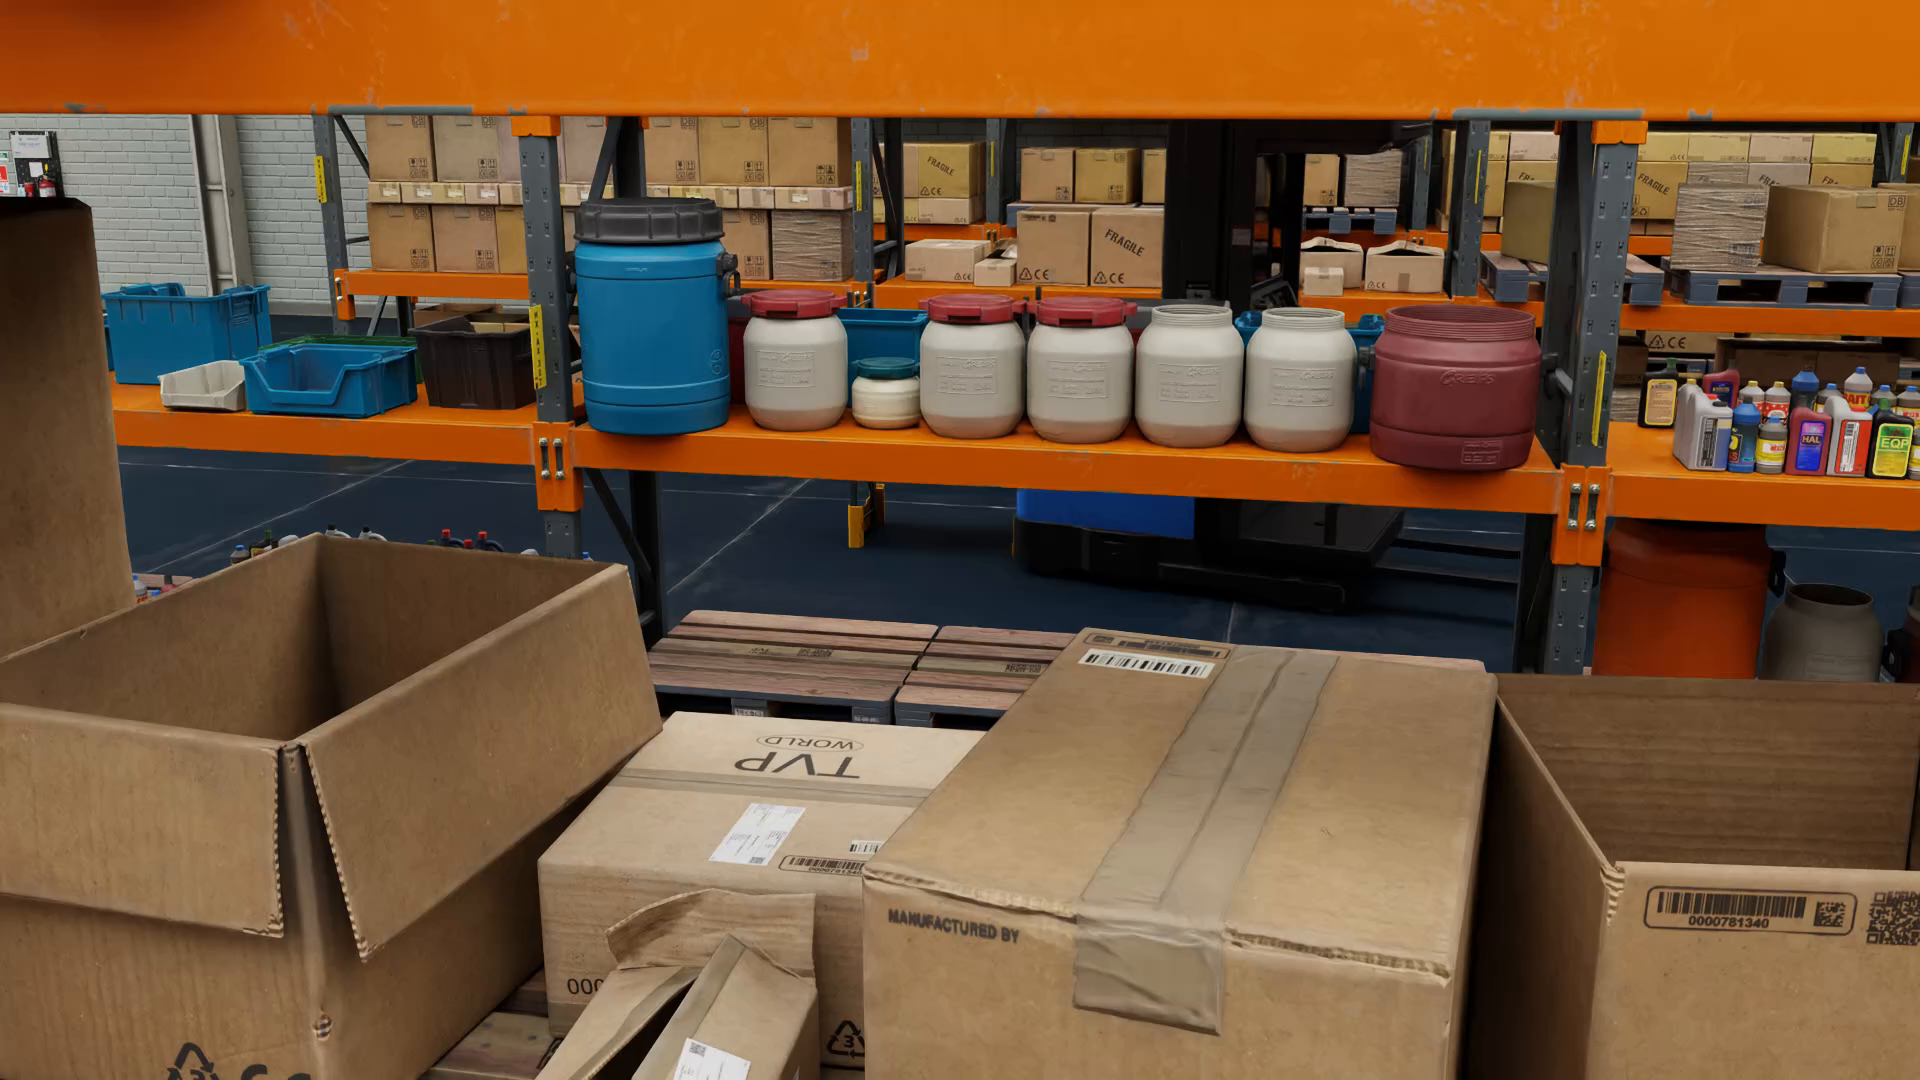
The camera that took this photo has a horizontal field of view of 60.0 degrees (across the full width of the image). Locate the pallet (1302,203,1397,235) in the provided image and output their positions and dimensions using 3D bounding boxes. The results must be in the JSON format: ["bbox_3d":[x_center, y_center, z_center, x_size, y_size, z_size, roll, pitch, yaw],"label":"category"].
[{"bbox_3d":[3.612,-3.075,15.833,1.003,0.211,1.213,3,16,11],"label":"pallet"}]

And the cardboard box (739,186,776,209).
[{"bbox_3d":[-1.380,-2.420,11.707,0.250,0.149,0.380,3,16,9],"label":"cardboard box"}]

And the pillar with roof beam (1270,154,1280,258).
[{"bbox_3d":[2.372,-5.218,11.971,0.400,9.000,9.100,3,16,11],"label":"pillar with roof beam"}]

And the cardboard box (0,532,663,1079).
[{"bbox_3d":[-0.832,0.333,2.190,0.637,0.503,0.797,5,16,17],"label":"cardboard box"}]

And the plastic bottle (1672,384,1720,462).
[{"bbox_3d":[2.748,-0.438,6.187,0.135,0.276,0.152,3,16,11],"label":"plastic bottle"}]

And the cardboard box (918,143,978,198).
[{"bbox_3d":[-0.113,-3.613,16.255,0.500,0.500,0.500,3,16,11],"label":"cardboard box"}]

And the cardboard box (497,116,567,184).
[{"bbox_3d":[-2.974,-2.876,12.138,0.500,0.500,0.700,3,16,11],"label":"cardboard box"}]

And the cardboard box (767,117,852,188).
[{"bbox_3d":[-1.008,-2.769,11.753,0.500,0.500,0.700,3,16,11],"label":"cardboard box"}]

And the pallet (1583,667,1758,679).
[{"bbox_3d":[3.138,0.809,6.675,1.213,0.211,1.003,3,16,11],"label":"pallet"}]

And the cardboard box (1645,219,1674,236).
[{"bbox_3d":[6.370,-2.873,15.178,0.250,0.149,0.380,4,16,13],"label":"cardboard box"}]

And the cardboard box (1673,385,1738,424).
[{"bbox_3d":[4.742,-0.715,10.813,0.500,0.500,0.500,3,16,10],"label":"cardboard box"}]

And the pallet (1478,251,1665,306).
[{"bbox_3d":[4.027,-1.751,11.054,1.003,0.211,1.213,3,16,11],"label":"pallet"}]

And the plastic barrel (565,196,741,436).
[{"bbox_3d":[-1.244,-0.920,6.756,0.708,0.901,0.600,3,16,11],"label":"plastic barrel"}]

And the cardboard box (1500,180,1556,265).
[{"bbox_3d":[3.988,-2.108,11.008,0.500,0.500,0.700,-2,16,-8],"label":"cardboard box"}]

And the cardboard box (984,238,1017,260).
[{"bbox_3d":[0.327,-2.010,11.883,0.258,0.266,0.396,3,16,10],"label":"cardboard box"}]

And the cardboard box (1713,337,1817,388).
[{"bbox_3d":[5.371,-1.186,11.109,0.500,0.250,0.500,3,16,10],"label":"cardboard box"}]

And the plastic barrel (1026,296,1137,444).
[{"bbox_3d":[0.475,-0.674,6.550,0.433,0.535,0.433,0,15,0],"label":"plastic barrel"}]

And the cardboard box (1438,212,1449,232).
[{"bbox_3d":[4.608,-2.968,15.520,0.250,0.149,0.380,3,16,10],"label":"cardboard box"}]

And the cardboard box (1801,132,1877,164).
[{"bbox_3d":[7.743,-3.465,14.695,0.500,0.250,0.500,4,16,12],"label":"cardboard box"}]

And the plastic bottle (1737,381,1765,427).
[{"bbox_3d":[3.175,-0.537,6.683,0.097,0.201,0.097,0,15,0],"label":"plastic bottle"}]

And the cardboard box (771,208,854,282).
[{"bbox_3d":[-1.008,-2.144,11.926,0.500,0.500,0.700,3,16,10],"label":"cardboard box"}]

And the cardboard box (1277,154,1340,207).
[{"bbox_3d":[3.316,-3.462,15.861,0.500,0.500,0.700,2,16,6],"label":"cardboard box"}]

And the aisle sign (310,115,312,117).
[{"bbox_3d":[-4.617,-3.463,12.005,0.004,0.787,0.394,3,16,11],"label":"aisle sign"}]

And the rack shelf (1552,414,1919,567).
[{"bbox_3d":[4.317,-0.112,6.127,4.000,0.370,1.077,3,16,11],"label":"rack shelf"}]

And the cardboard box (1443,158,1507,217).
[{"bbox_3d":[4.757,-3.266,15.380,0.500,0.500,0.500,4,16,13],"label":"cardboard box"}]

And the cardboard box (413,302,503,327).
[{"bbox_3d":[-3.906,-1.575,13.017,0.500,0.500,0.500,3,16,11],"label":"cardboard box"}]

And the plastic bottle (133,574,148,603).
[{"bbox_3d":[-3.767,0.290,7.614,0.097,0.271,0.097,0,15,0],"label":"plastic bottle"}]

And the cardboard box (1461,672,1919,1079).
[{"bbox_3d":[0.833,0.461,1.734,0.500,0.500,0.500,1,16,4],"label":"cardboard box"}]

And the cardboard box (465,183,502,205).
[{"bbox_3d":[-3.399,-2.529,12.102,0.250,0.149,0.380,3,16,10],"label":"cardboard box"}]

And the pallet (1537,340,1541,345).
[{"bbox_3d":[5.089,-1.752,15.920,1.213,0.211,1.003,3,16,11],"label":"pallet"}]

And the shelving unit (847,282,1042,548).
[{"bbox_3d":[-0.075,-0.727,9.806,1.083,1.500,0.587,3,16,11],"label":"shelving unit"}]

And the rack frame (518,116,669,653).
[{"bbox_3d":[-1.562,-0.778,7.183,0.127,3.000,1.000,3,16,11],"label":"rack frame"}]

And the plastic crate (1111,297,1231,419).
[{"bbox_3d":[0.835,-0.762,7.006,0.583,0.464,0.402,3,16,11],"label":"plastic crate"}]

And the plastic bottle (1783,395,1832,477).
[{"bbox_3d":[3.030,-0.372,5.936,0.133,0.283,0.061,3,16,11],"label":"plastic bottle"}]

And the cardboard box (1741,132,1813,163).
[{"bbox_3d":[7.244,-3.495,14.802,0.500,0.250,0.500,3,16,12],"label":"cardboard box"}]

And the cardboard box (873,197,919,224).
[{"bbox_3d":[-0.599,-3.282,16.465,0.500,0.250,0.500,3,16,11],"label":"cardboard box"}]

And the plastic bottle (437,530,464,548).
[{"bbox_3d":[-2.455,0.125,8.061,0.185,0.351,0.144,2,16,9],"label":"plastic bottle"}]

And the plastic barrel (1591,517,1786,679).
[{"bbox_3d":[2.840,0.299,6.571,0.708,0.830,0.600,3,16,11],"label":"plastic barrel"}]

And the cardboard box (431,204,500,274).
[{"bbox_3d":[-3.521,-2.280,12.417,0.500,0.500,0.700,4,16,13],"label":"cardboard box"}]

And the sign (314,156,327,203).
[{"bbox_3d":[-4.608,-2.597,11.979,0.005,0.325,0.100,3,16,11],"label":"sign"}]

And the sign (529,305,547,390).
[{"bbox_3d":[-1.683,-0.768,6.629,0.005,0.325,0.100,3,16,11],"label":"sign"}]

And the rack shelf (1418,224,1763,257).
[{"bbox_3d":[6.292,-2.704,15.483,4.000,0.370,1.077,3,16,11],"label":"rack shelf"}]

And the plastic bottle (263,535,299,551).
[{"bbox_3d":[-3.353,0.113,8.243,0.135,0.276,0.152,3,16,12],"label":"plastic bottle"}]

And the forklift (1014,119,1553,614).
[{"bbox_3d":[1.864,-1.192,8.805,3.031,2.935,1.130,7,17,23],"label":"forklift"}]

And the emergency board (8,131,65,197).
[{"bbox_3d":[-10.943,-4.232,19.652,0.643,1.169,0.194,3,16,11],"label":"emergency board"}]

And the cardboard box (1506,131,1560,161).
[{"bbox_3d":[5.252,-3.600,15.182,0.500,0.250,0.500,3,16,10],"label":"cardboard box"}]

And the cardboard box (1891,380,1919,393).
[{"bbox_3d":[6.318,-0.771,11.014,0.500,0.500,0.500,3,16,12],"label":"cardboard box"}]

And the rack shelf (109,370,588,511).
[{"bbox_3d":[-3.522,-0.538,7.663,4.000,0.370,1.077,3,16,11],"label":"rack shelf"}]

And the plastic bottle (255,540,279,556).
[{"bbox_3d":[-3.374,0.137,8.141,0.133,0.283,0.061,3,16,11],"label":"plastic bottle"}]

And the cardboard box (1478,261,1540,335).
[{"bbox_3d":[5.026,-2.250,15.737,0.750,0.750,0.750,3,16,10],"label":"cardboard box"}]

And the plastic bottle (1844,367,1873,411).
[{"bbox_3d":[3.556,-0.550,6.599,0.097,0.271,0.097,0,15,0],"label":"plastic bottle"}]

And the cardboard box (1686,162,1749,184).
[{"bbox_3d":[6.757,-3.158,14.991,0.500,0.500,0.500,3,16,11],"label":"cardboard box"}]

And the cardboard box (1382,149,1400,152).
[{"bbox_3d":[3.988,-3.741,15.650,0.250,0.149,0.380,1,16,4],"label":"cardboard box"}]

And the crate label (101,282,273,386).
[{"bbox_3d":[-3.624,-0.981,7.848,0.616,0.435,0.502,3,16,11],"label":"crate label"}]

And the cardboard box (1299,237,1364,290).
[{"bbox_3d":[2.510,-1.916,11.458,0.500,0.311,0.500,3,16,10],"label":"cardboard box"}]

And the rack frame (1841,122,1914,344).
[{"bbox_3d":[8.252,-2.944,15.003,0.127,3.000,1.000,3,16,11],"label":"rack frame"}]

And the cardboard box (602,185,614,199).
[{"bbox_3d":[-2.385,-2.474,11.904,0.250,0.149,0.380,4,16,13],"label":"cardboard box"}]

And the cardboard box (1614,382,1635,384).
[{"bbox_3d":[4.312,-0.880,11.409,0.500,0.500,0.500,4,16,13],"label":"cardboard box"}]
